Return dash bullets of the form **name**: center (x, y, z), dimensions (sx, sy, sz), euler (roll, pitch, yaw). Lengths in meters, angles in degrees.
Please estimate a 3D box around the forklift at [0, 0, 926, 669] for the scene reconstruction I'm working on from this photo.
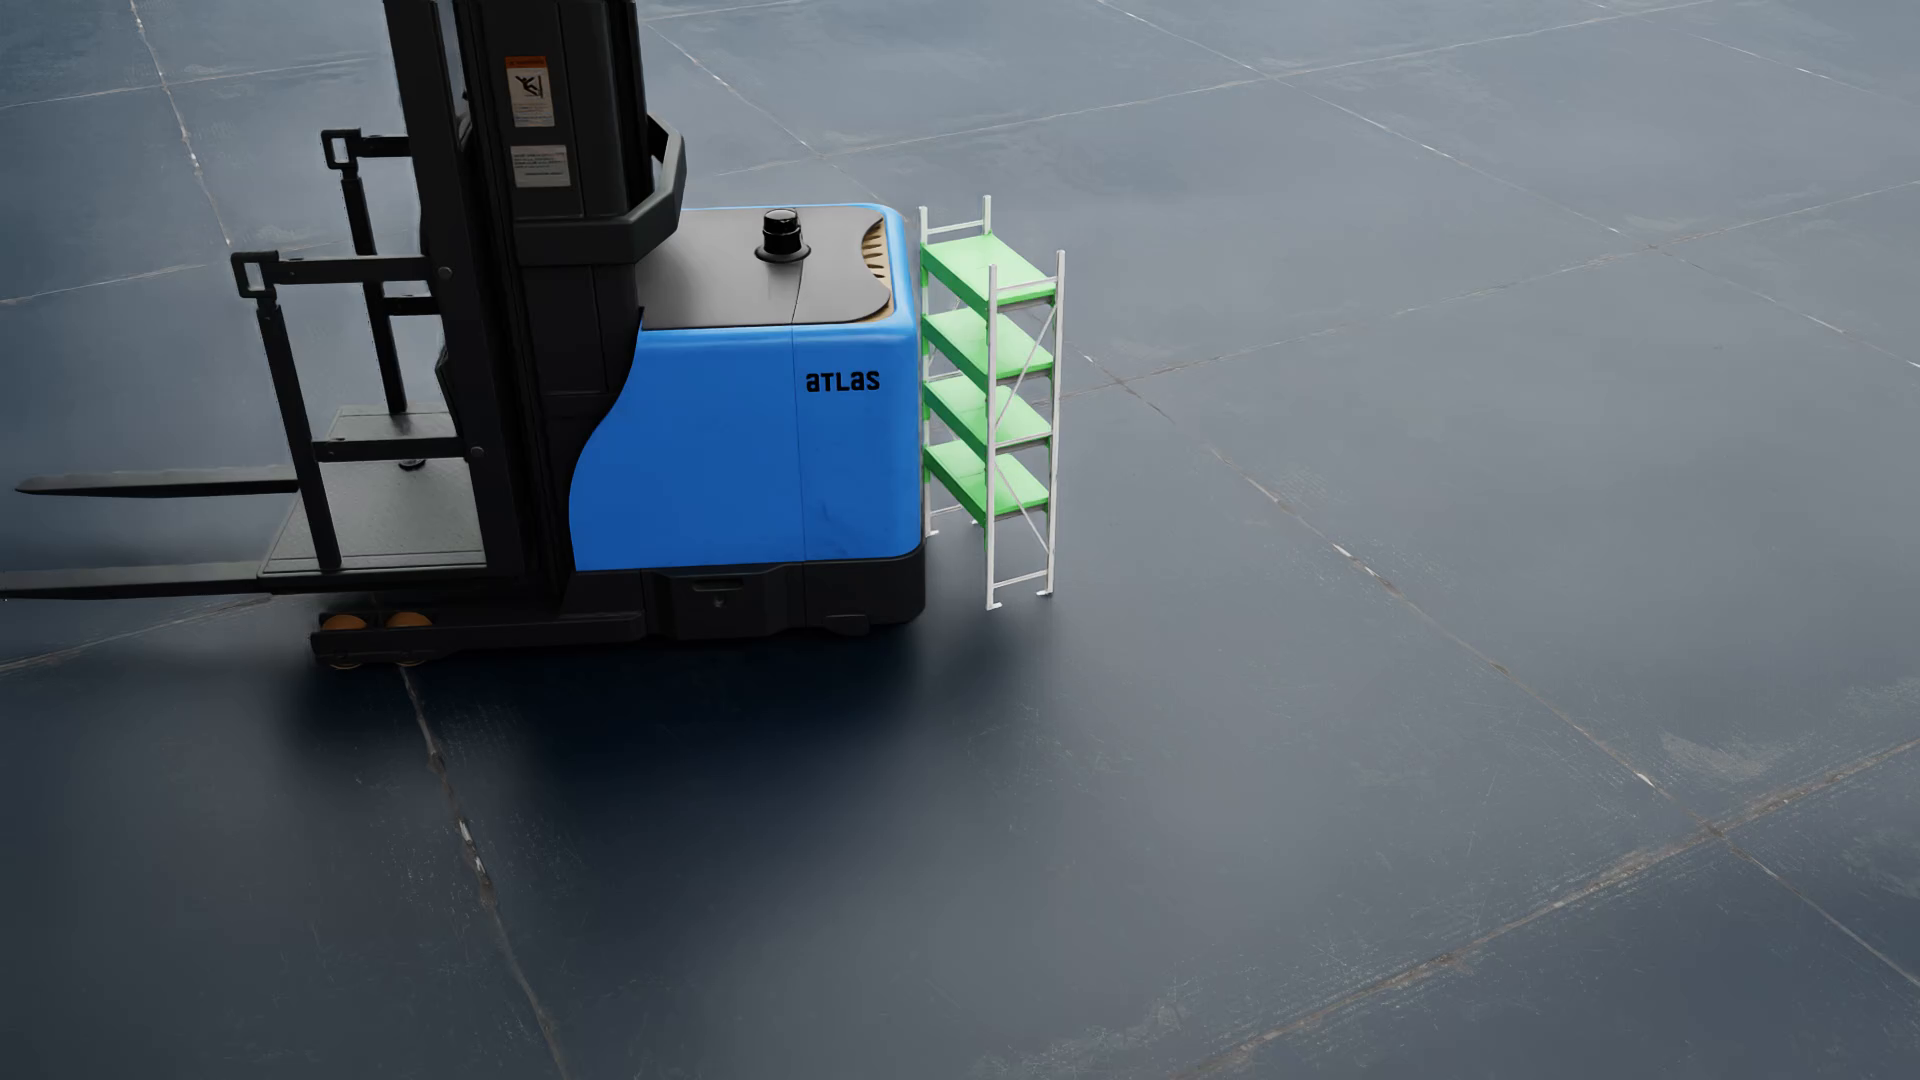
- **forklift**: center (-1.654, -1.133, 4.802), dimensions (3.031, 2.935, 1.130), euler (-2, 33, -4)

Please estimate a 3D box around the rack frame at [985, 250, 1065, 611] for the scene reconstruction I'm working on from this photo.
- **rack frame**: center (0.194, -0.308, 5.118), dimensions (0.240, 1.200, 0.015), euler (-14, 35, -21)

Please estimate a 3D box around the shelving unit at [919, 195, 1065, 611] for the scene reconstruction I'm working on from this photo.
- **shelving unit**: center (0.090, -0.427, 5.304), dimensions (0.258, 1.200, 0.503), euler (-14, 35, -21)

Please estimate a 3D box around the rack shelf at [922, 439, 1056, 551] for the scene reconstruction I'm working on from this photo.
- **rack shelf**: center (0.090, -0.171, 5.468), dimensions (0.258, 0.148, 0.480), euler (-14, 35, -21)

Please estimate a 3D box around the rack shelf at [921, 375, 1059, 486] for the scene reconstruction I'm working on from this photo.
- **rack shelf**: center (0.090, -0.373, 5.338), dimensions (0.258, 0.148, 0.480), euler (-14, 35, -21)

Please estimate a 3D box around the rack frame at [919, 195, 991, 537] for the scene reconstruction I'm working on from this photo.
- **rack frame**: center (-0.015, -0.546, 5.489), dimensions (0.240, 1.200, 0.015), euler (-14, 35, -21)

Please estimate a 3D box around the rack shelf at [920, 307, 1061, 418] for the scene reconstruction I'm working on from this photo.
- **rack shelf**: center (0.090, -0.575, 5.209), dimensions (0.258, 0.148, 0.480), euler (-14, 35, -21)

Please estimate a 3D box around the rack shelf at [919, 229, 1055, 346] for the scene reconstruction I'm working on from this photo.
- **rack shelf**: center (0.090, -0.777, 5.079), dimensions (0.258, 0.148, 0.480), euler (-14, 35, -21)
